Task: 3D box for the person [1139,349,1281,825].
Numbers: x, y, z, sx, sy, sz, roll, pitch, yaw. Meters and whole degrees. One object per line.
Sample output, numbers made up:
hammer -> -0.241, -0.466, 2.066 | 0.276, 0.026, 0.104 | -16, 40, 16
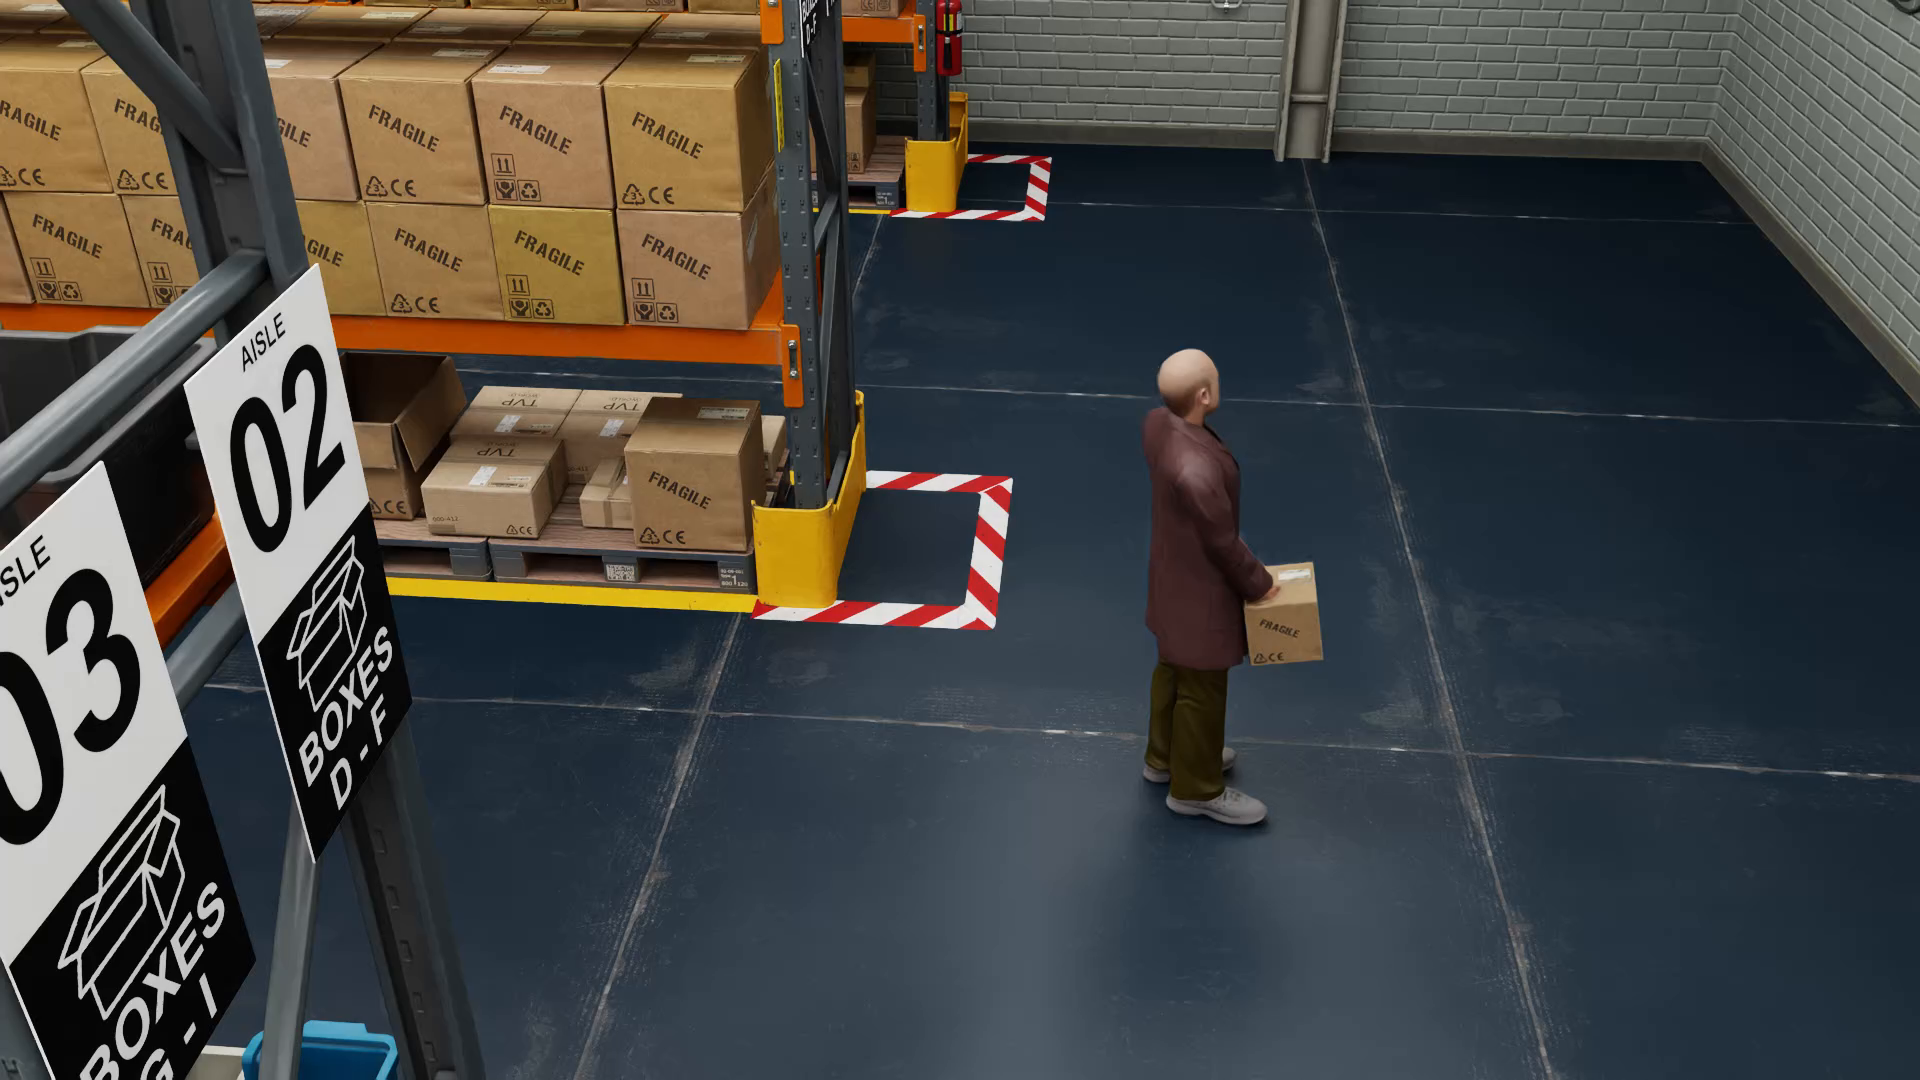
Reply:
person -> 0.880, 0.155, 5.881 | 0.469, 1.784, 0.603 | -5, 32, -9
